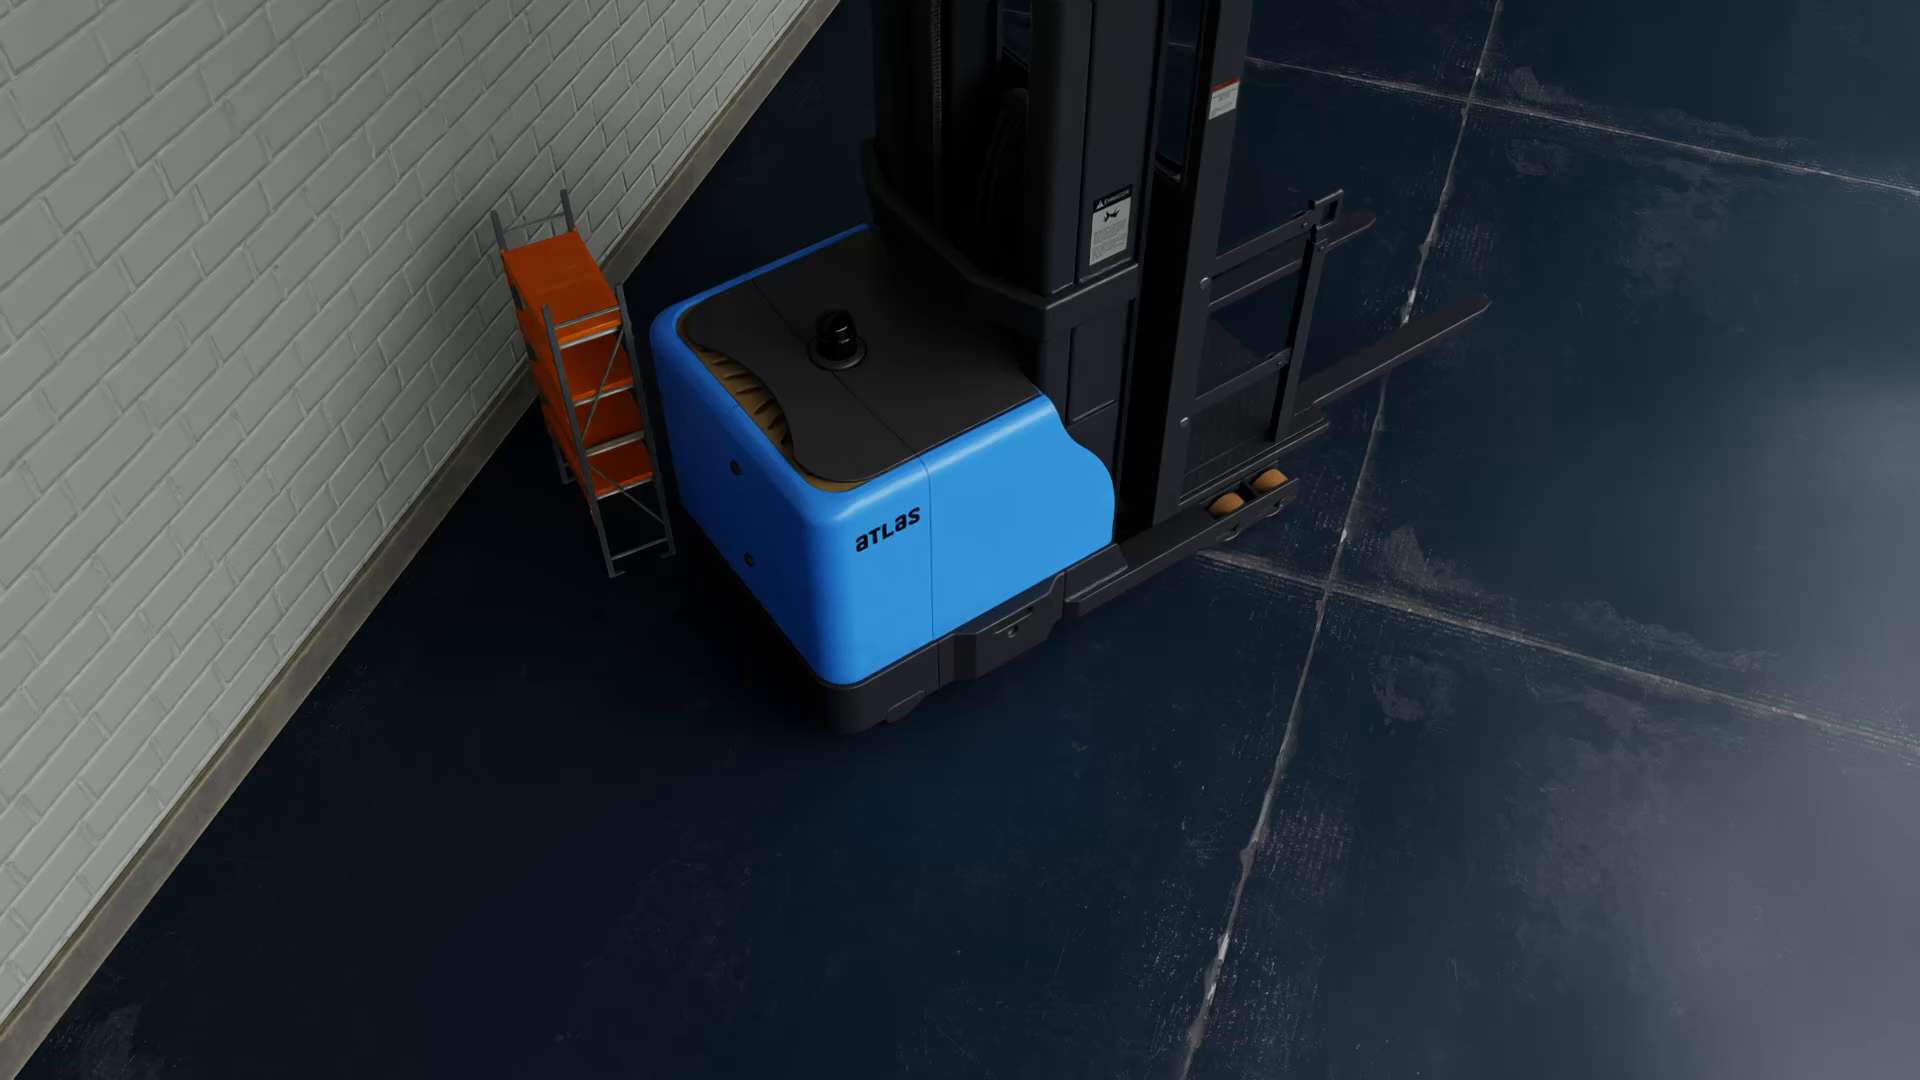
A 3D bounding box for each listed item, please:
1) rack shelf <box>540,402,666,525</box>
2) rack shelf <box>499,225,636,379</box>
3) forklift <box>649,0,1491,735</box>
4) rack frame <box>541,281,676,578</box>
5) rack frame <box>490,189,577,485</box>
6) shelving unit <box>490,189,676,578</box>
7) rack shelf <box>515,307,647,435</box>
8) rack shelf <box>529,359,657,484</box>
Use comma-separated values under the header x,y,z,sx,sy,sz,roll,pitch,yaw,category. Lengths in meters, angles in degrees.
x,y,z,sx,sy,sz,roll,pitch,yaw,category
-1.197,-0.299,5.567,0.258,0.148,0.480,-22,52,-18,rack shelf
-1.198,-0.730,5.069,0.258,0.148,0.480,-22,52,-18,rack shelf
0.563,-1.260,4.903,3.031,2.935,1.130,-28,55,-22,forklift
-1.085,-0.310,5.224,0.240,1.200,0.015,-22,52,-18,rack frame
-1.310,-0.637,5.507,0.240,1.200,0.015,-22,52,-18,rack frame
-1.198,-0.473,5.366,0.258,1.200,0.503,-22,52,-18,shelving unit
-1.198,-0.575,5.247,0.258,0.148,0.480,-22,52,-18,rack shelf
-1.197,-0.429,5.417,0.258,0.148,0.480,-22,52,-18,rack shelf
